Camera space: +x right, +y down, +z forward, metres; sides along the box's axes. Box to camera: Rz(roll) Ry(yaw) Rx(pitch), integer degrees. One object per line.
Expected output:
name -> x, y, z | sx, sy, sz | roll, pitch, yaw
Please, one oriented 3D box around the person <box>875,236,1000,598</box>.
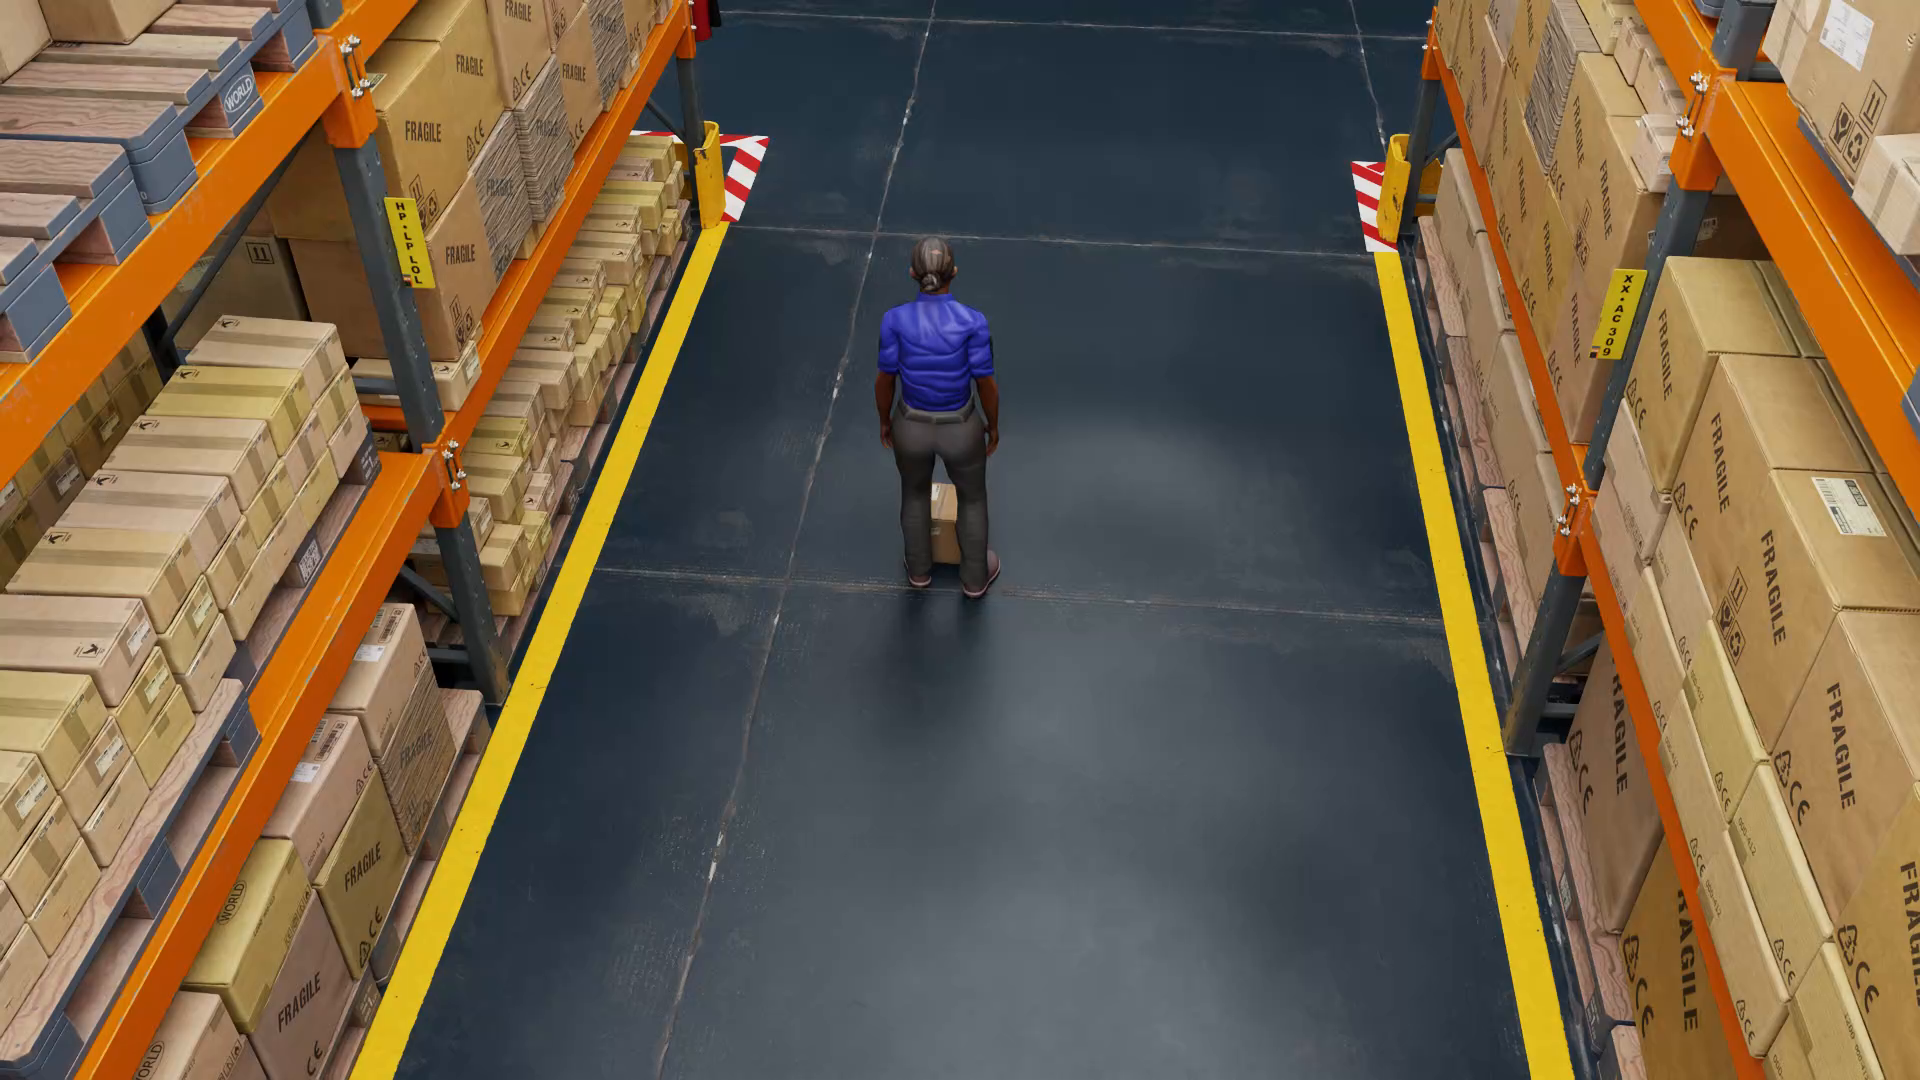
person -> -0.080, -0.470, 6.715 | 0.503, 1.654, 0.396 | 3, 40, 4
